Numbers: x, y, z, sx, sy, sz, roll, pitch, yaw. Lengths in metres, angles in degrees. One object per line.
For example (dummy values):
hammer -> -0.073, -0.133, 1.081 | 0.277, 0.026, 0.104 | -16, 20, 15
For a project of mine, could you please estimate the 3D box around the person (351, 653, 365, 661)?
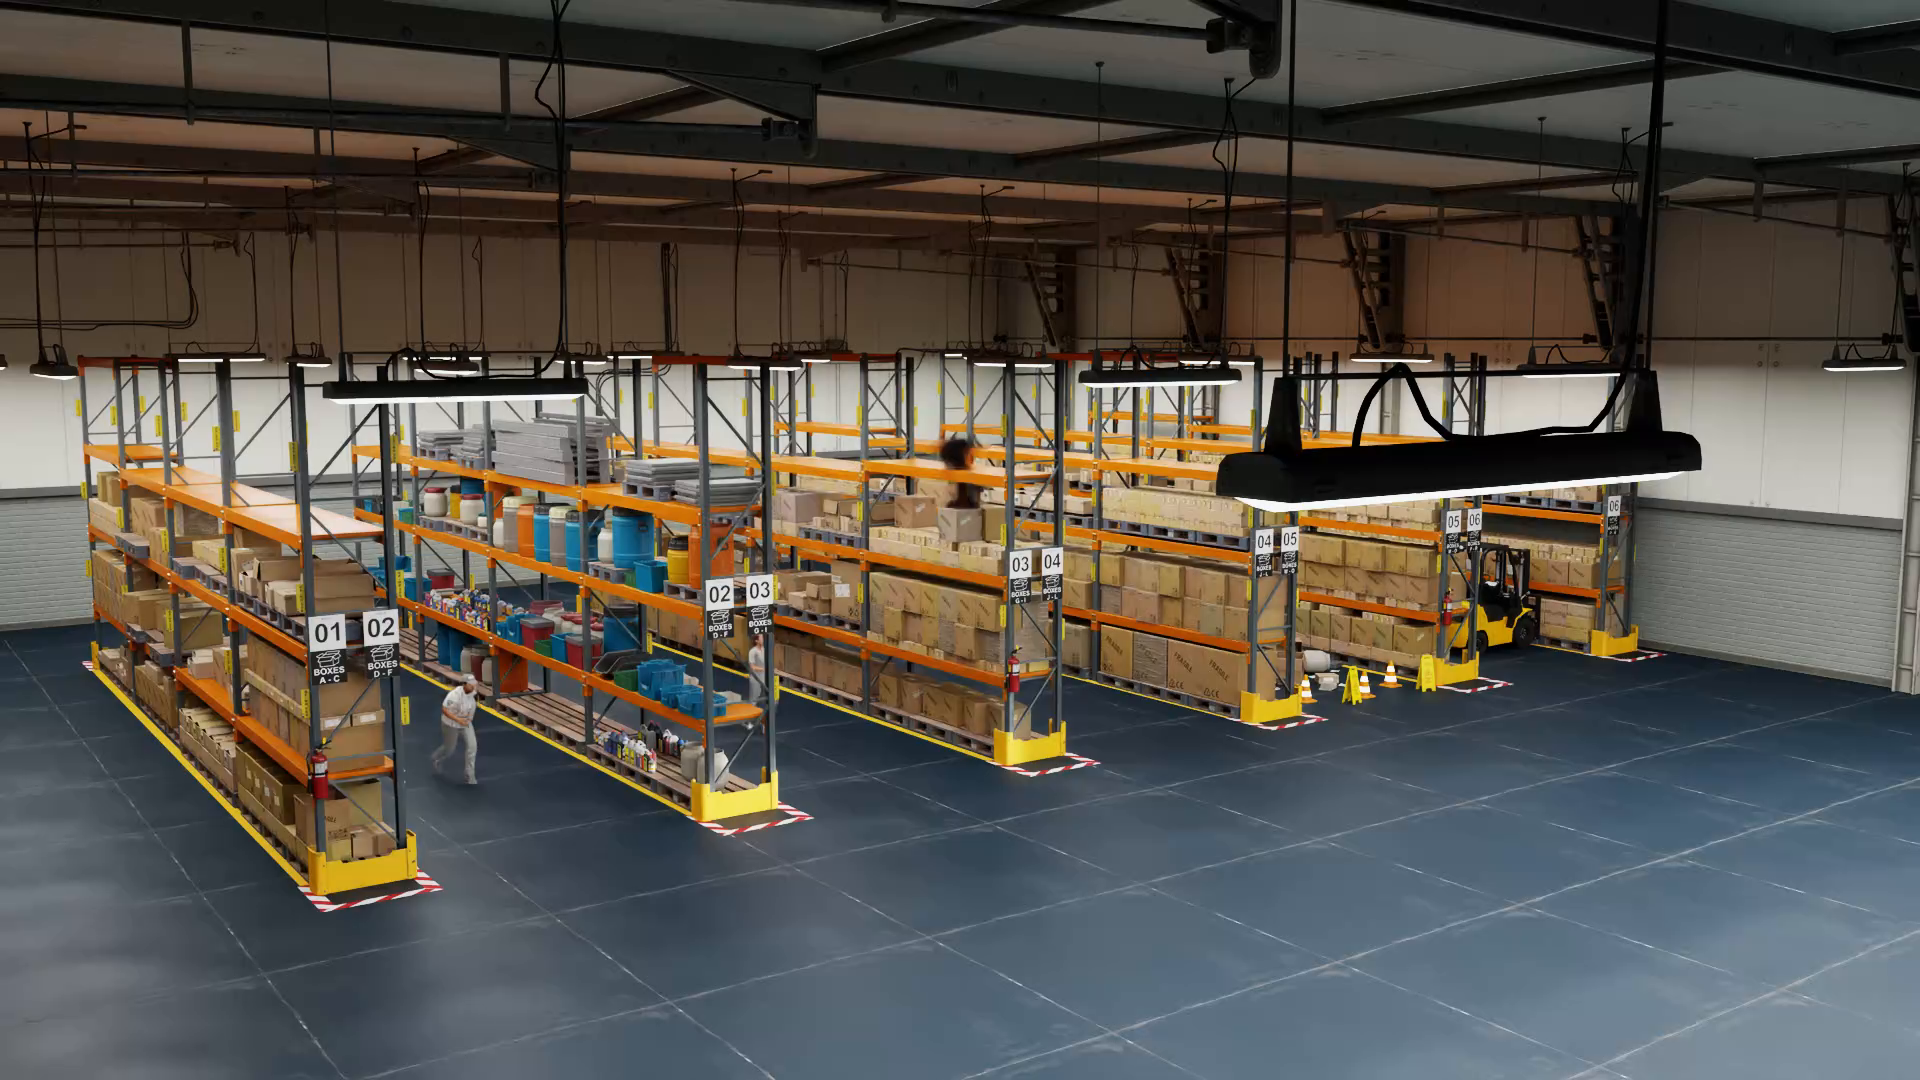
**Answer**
person -> -10.171, 2.087, 28.104 | 0.649, 1.767, 0.735 | -7, 10, -44

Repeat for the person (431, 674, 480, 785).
person -> -7.229, 2.682, 23.859 | 0.979, 1.629, 0.636 | 5, 8, 33

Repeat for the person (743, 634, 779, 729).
person -> -3.192, 2.287, 26.583 | 0.521, 1.713, 0.817 | -7, 10, -44
